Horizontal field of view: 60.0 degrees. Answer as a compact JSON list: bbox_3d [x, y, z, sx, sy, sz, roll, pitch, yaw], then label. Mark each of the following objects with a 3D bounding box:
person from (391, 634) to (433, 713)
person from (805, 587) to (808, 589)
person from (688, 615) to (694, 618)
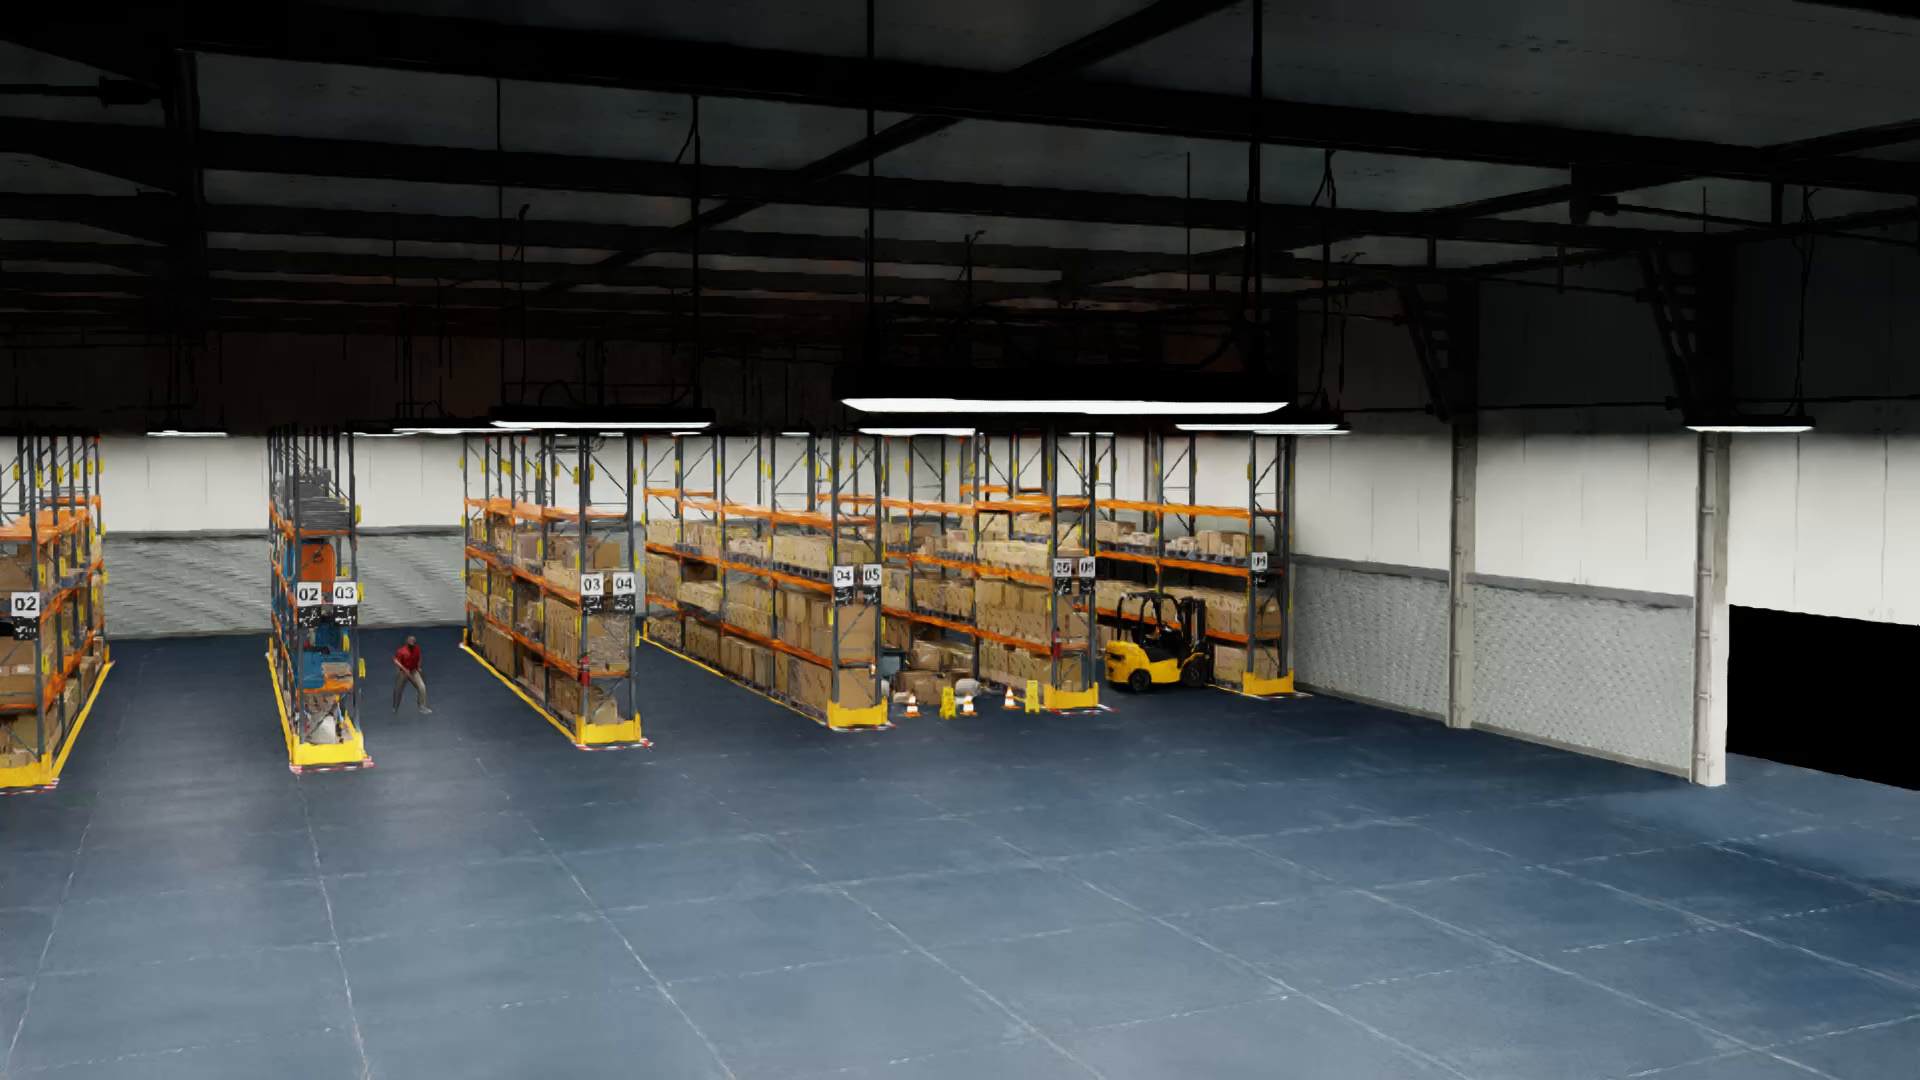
[{"bbox_3d":[-11.469,2.769,34.615,0.701,1.662,0.857,-3,5,-40],"label":"person"},{"bbox_3d":[-4.663,1.609,52.684,0.748,1.771,0.533,2,4,31],"label":"person"},{"bbox_3d":[-8.504,1.662,52.857,0.648,1.656,0.474,2,4,33],"label":"person"}]
